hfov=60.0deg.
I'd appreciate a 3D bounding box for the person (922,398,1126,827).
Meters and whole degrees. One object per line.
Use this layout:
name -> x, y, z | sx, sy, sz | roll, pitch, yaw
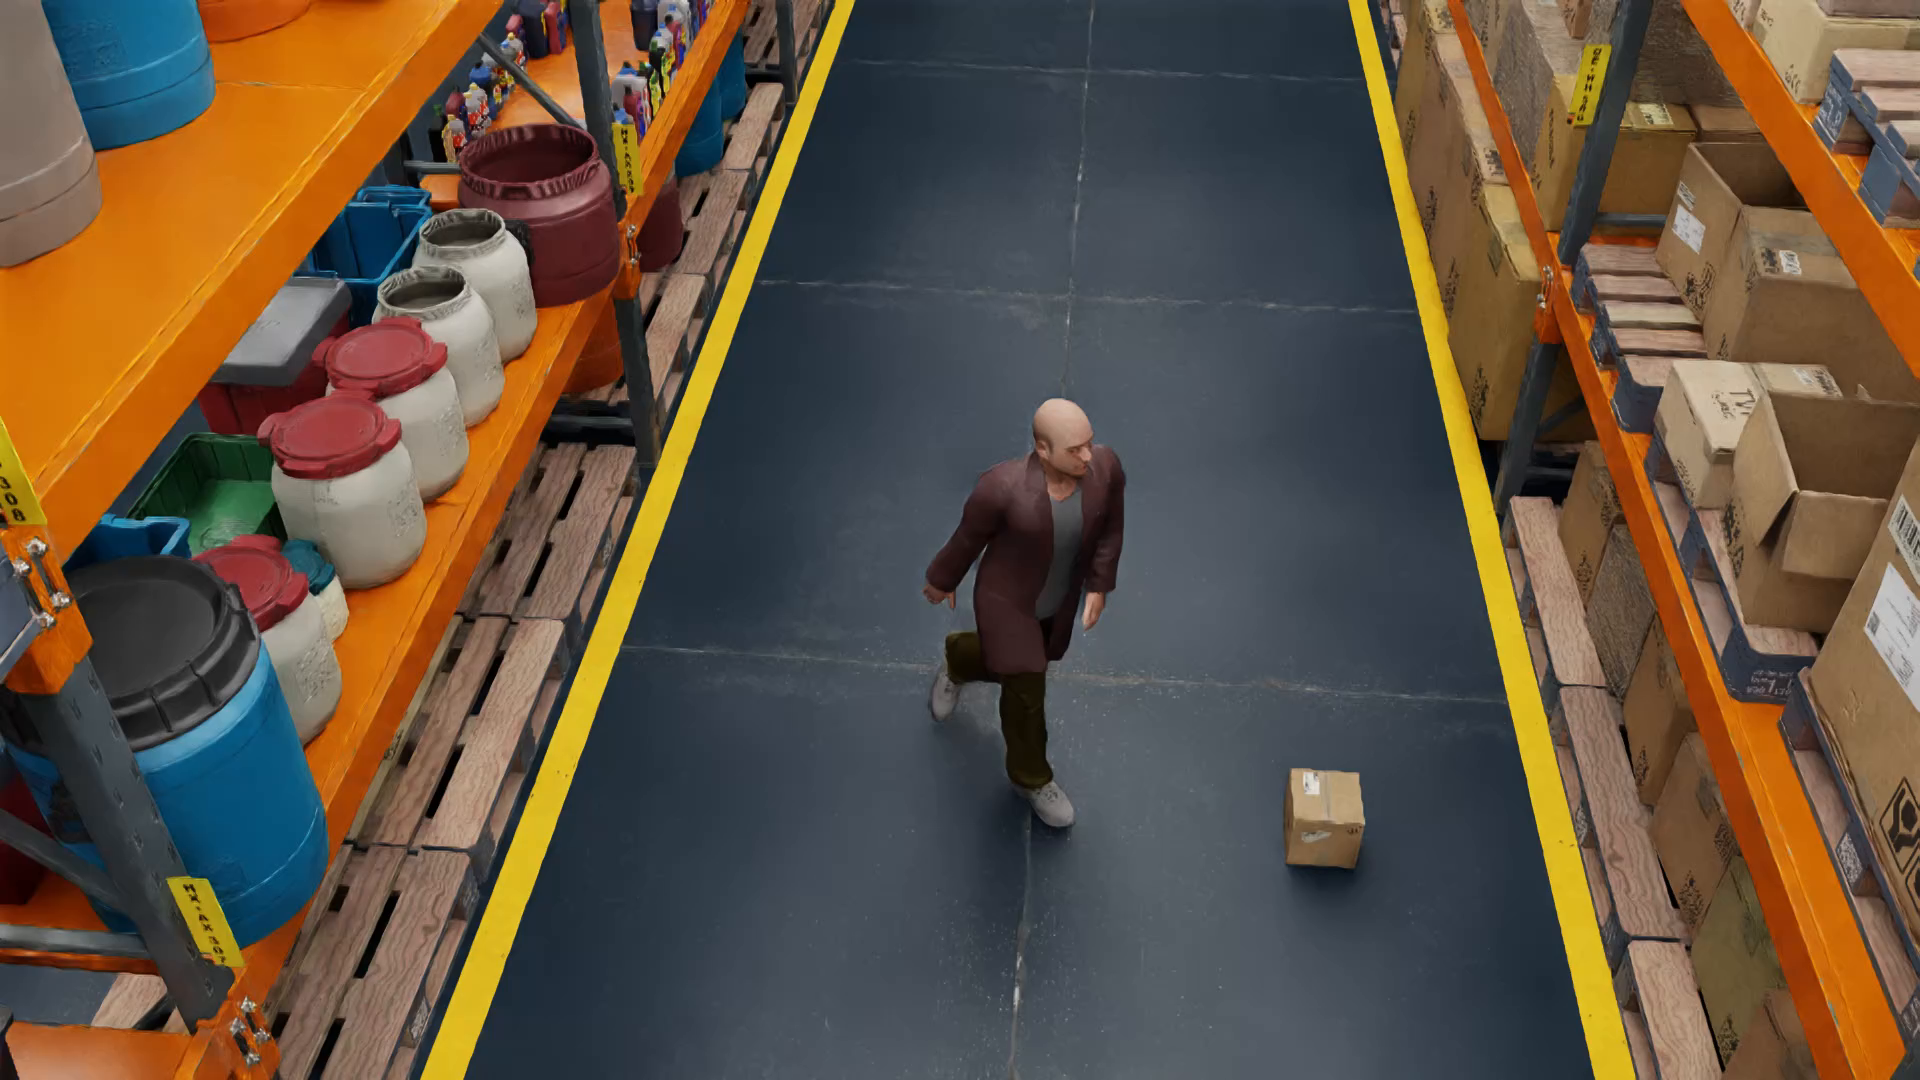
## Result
person -> 0.230, 0.157, 5.994 | 0.659, 1.745, 0.947 | -18, 43, -21
